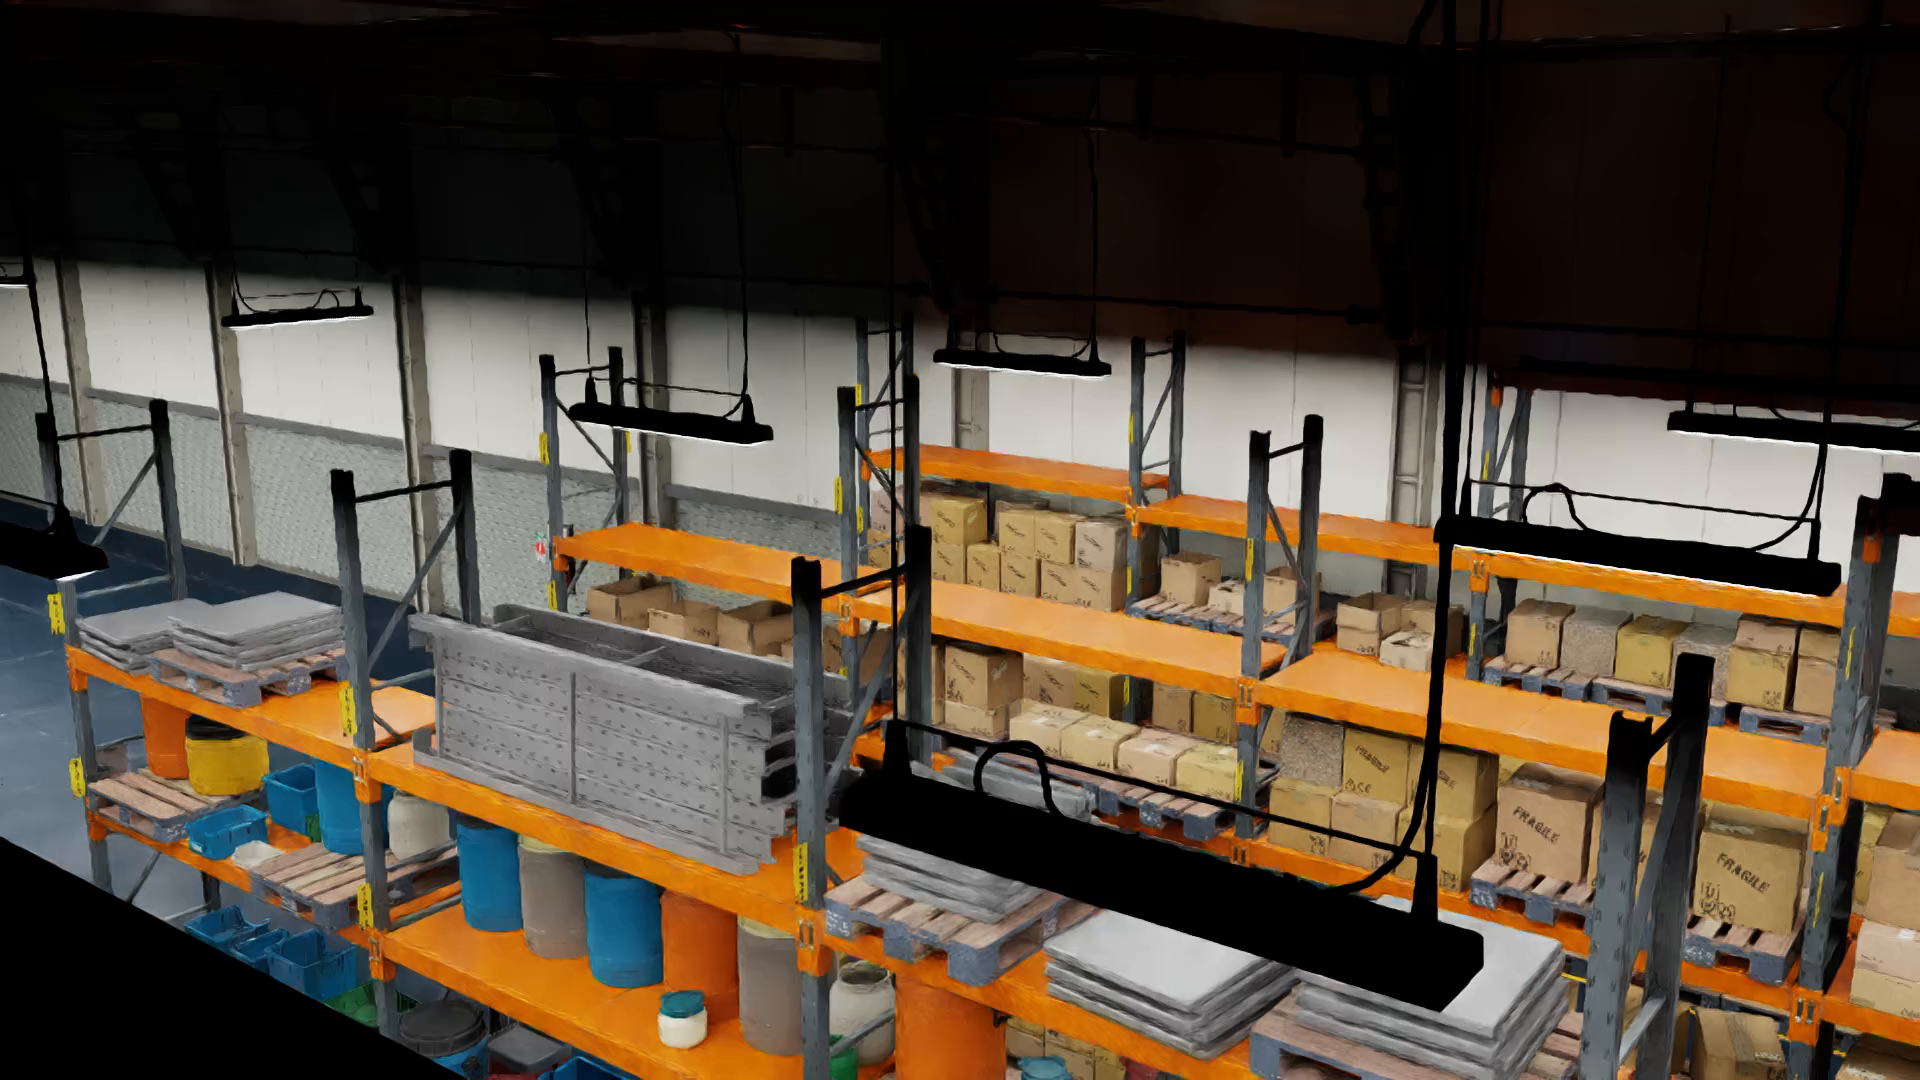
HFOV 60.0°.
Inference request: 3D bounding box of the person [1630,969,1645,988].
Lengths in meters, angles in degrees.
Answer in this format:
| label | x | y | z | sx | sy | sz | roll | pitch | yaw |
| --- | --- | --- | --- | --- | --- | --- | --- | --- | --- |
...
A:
| label | x | y | z | sx | sy | sz | roll | pitch | yaw |
| --- | --- | --- | --- | --- | --- | --- | --- | --- | --- |
| person | 5.511 | 4.210 | 13.533 | 0.449 | 1.599 | 0.467 | -5 | 14 | -21 |
